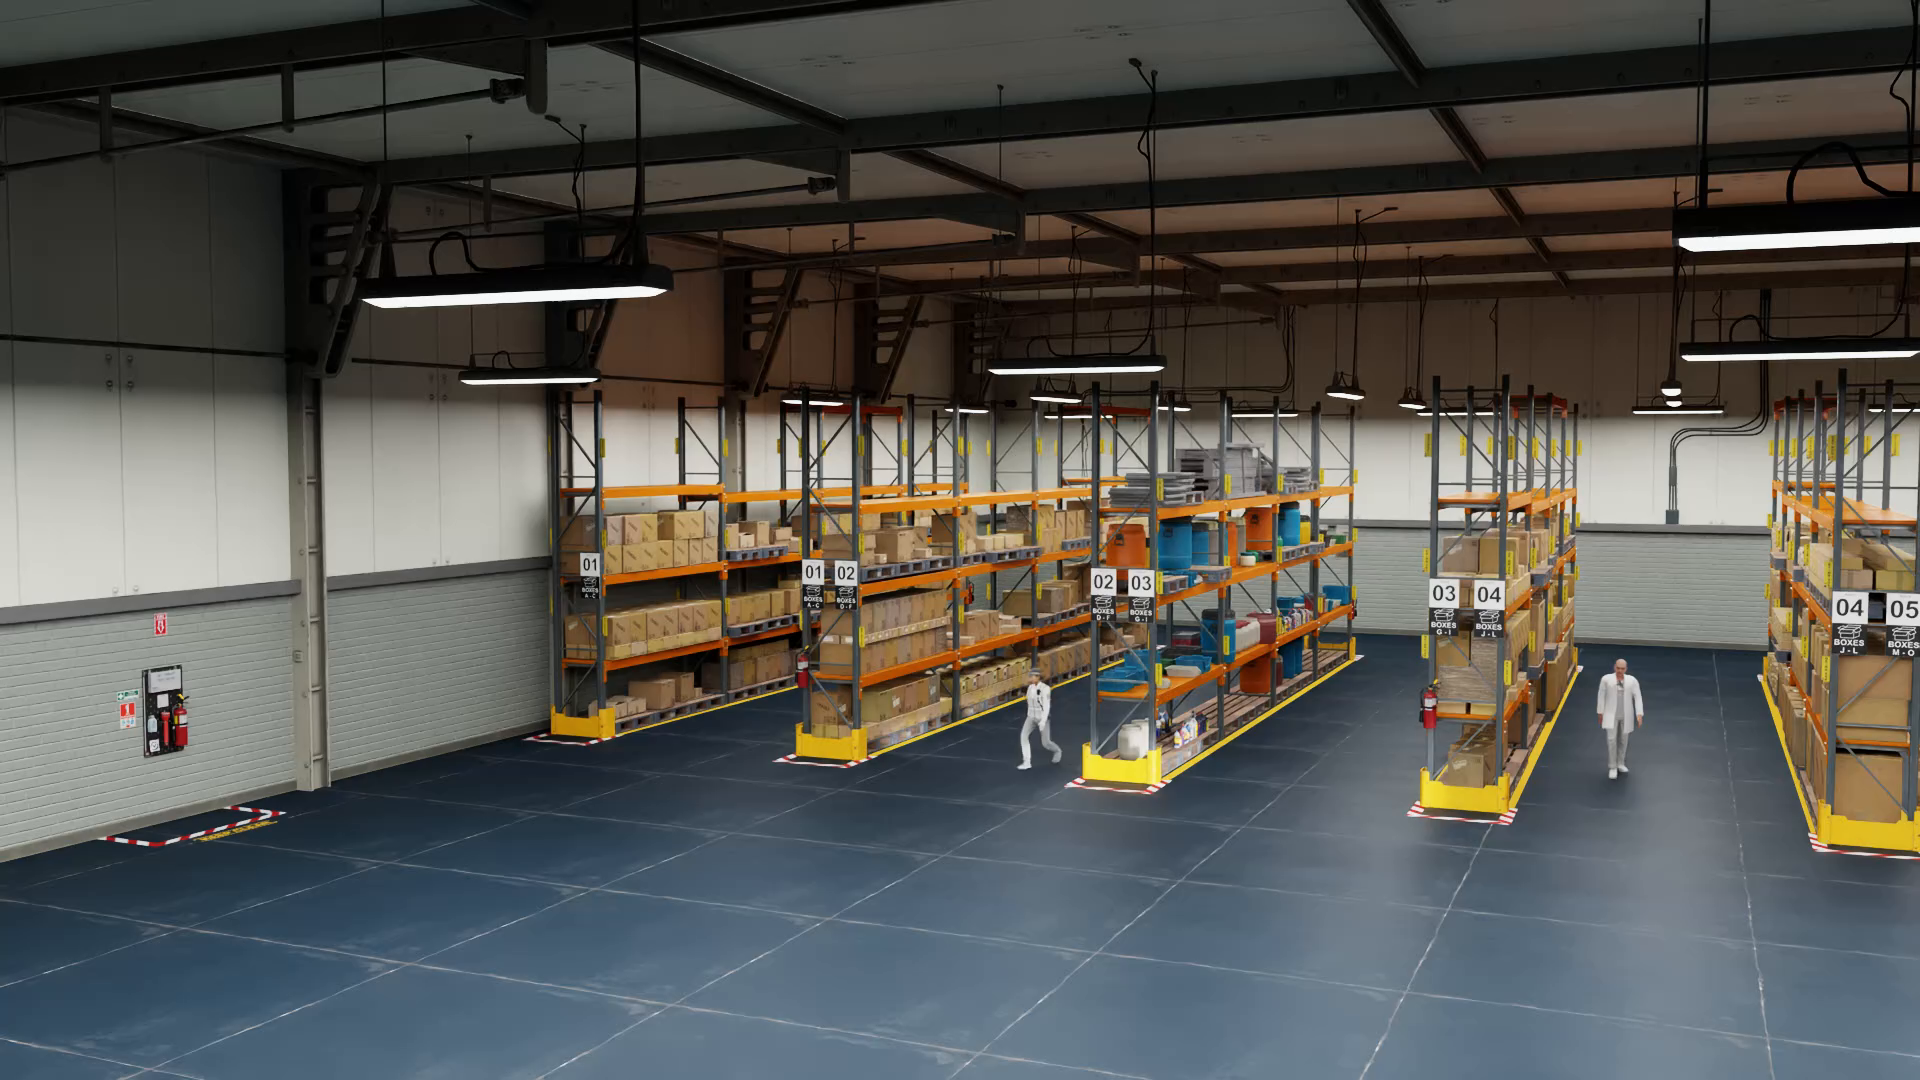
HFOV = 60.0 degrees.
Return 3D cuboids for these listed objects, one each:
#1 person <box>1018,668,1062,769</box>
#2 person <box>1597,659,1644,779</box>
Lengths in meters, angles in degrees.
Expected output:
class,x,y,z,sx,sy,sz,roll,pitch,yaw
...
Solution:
class,x,y,z,sx,sy,sz,roll,pitch,yaw
person,1.218,2.774,26.128,0.435,1.539,1.000,2,4,37
person,10.098,2.709,25.436,0.642,1.786,0.781,1,3,13
